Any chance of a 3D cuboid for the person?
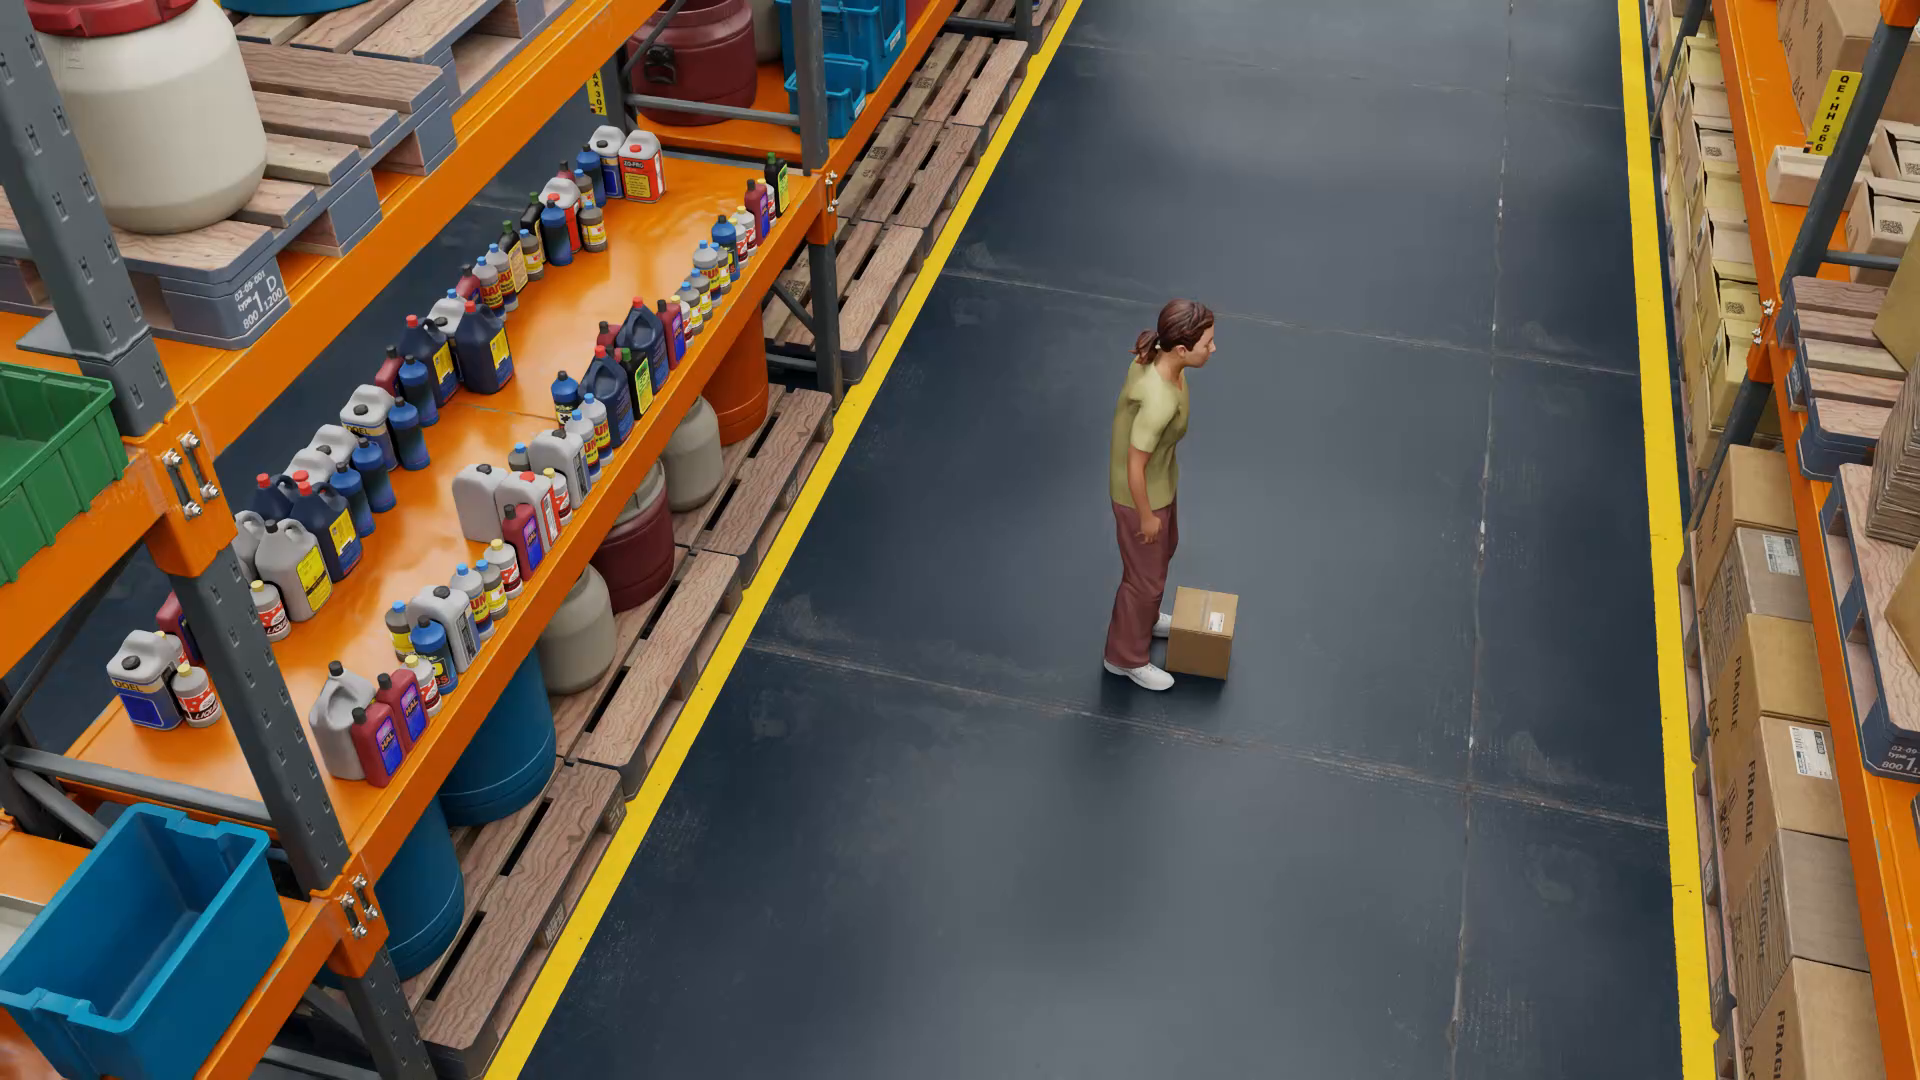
[{"bbox_3d":[0.747,-0.192,6.380,0.363,1.671,0.516,8,42,9],"label":"person"}]
